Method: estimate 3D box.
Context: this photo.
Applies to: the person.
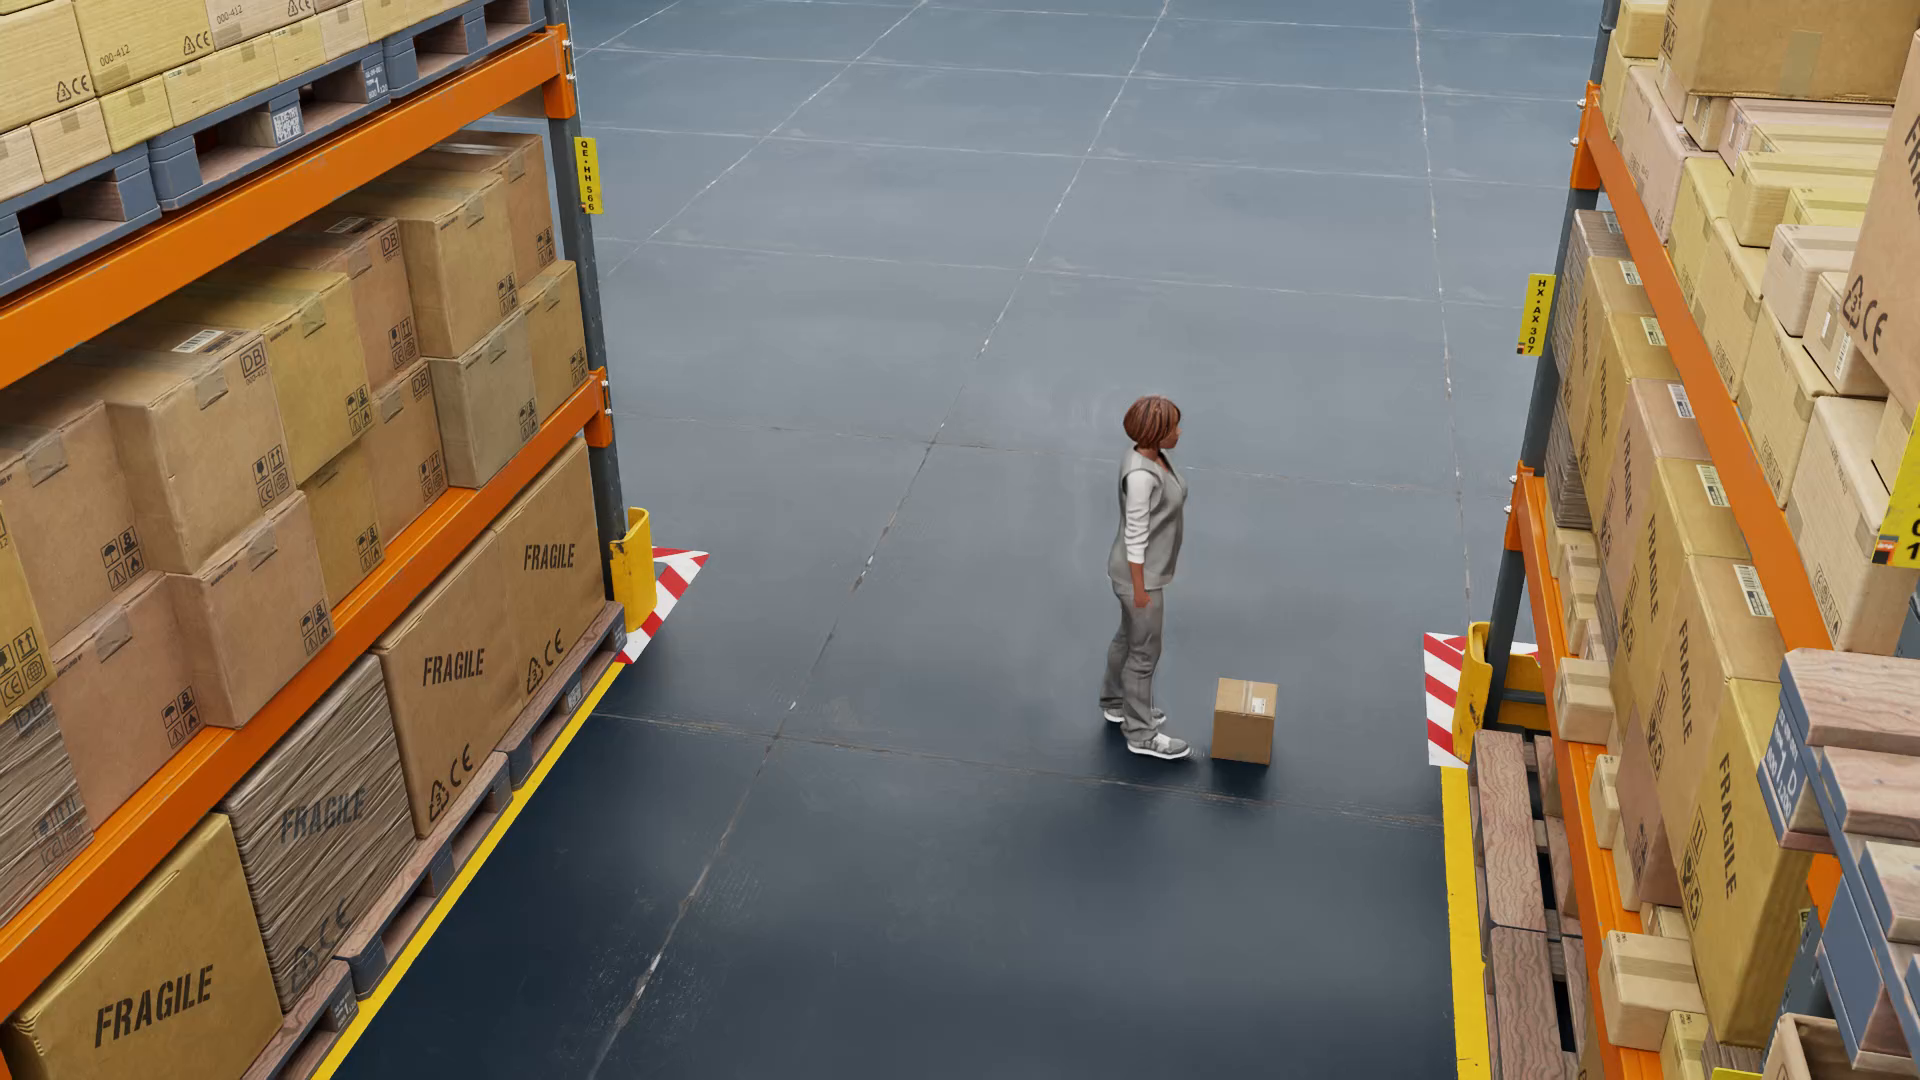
[{"bbox_3d":[0.804,0.139,6.878,0.426,1.598,0.408,6,30,11],"label":"person"}]
